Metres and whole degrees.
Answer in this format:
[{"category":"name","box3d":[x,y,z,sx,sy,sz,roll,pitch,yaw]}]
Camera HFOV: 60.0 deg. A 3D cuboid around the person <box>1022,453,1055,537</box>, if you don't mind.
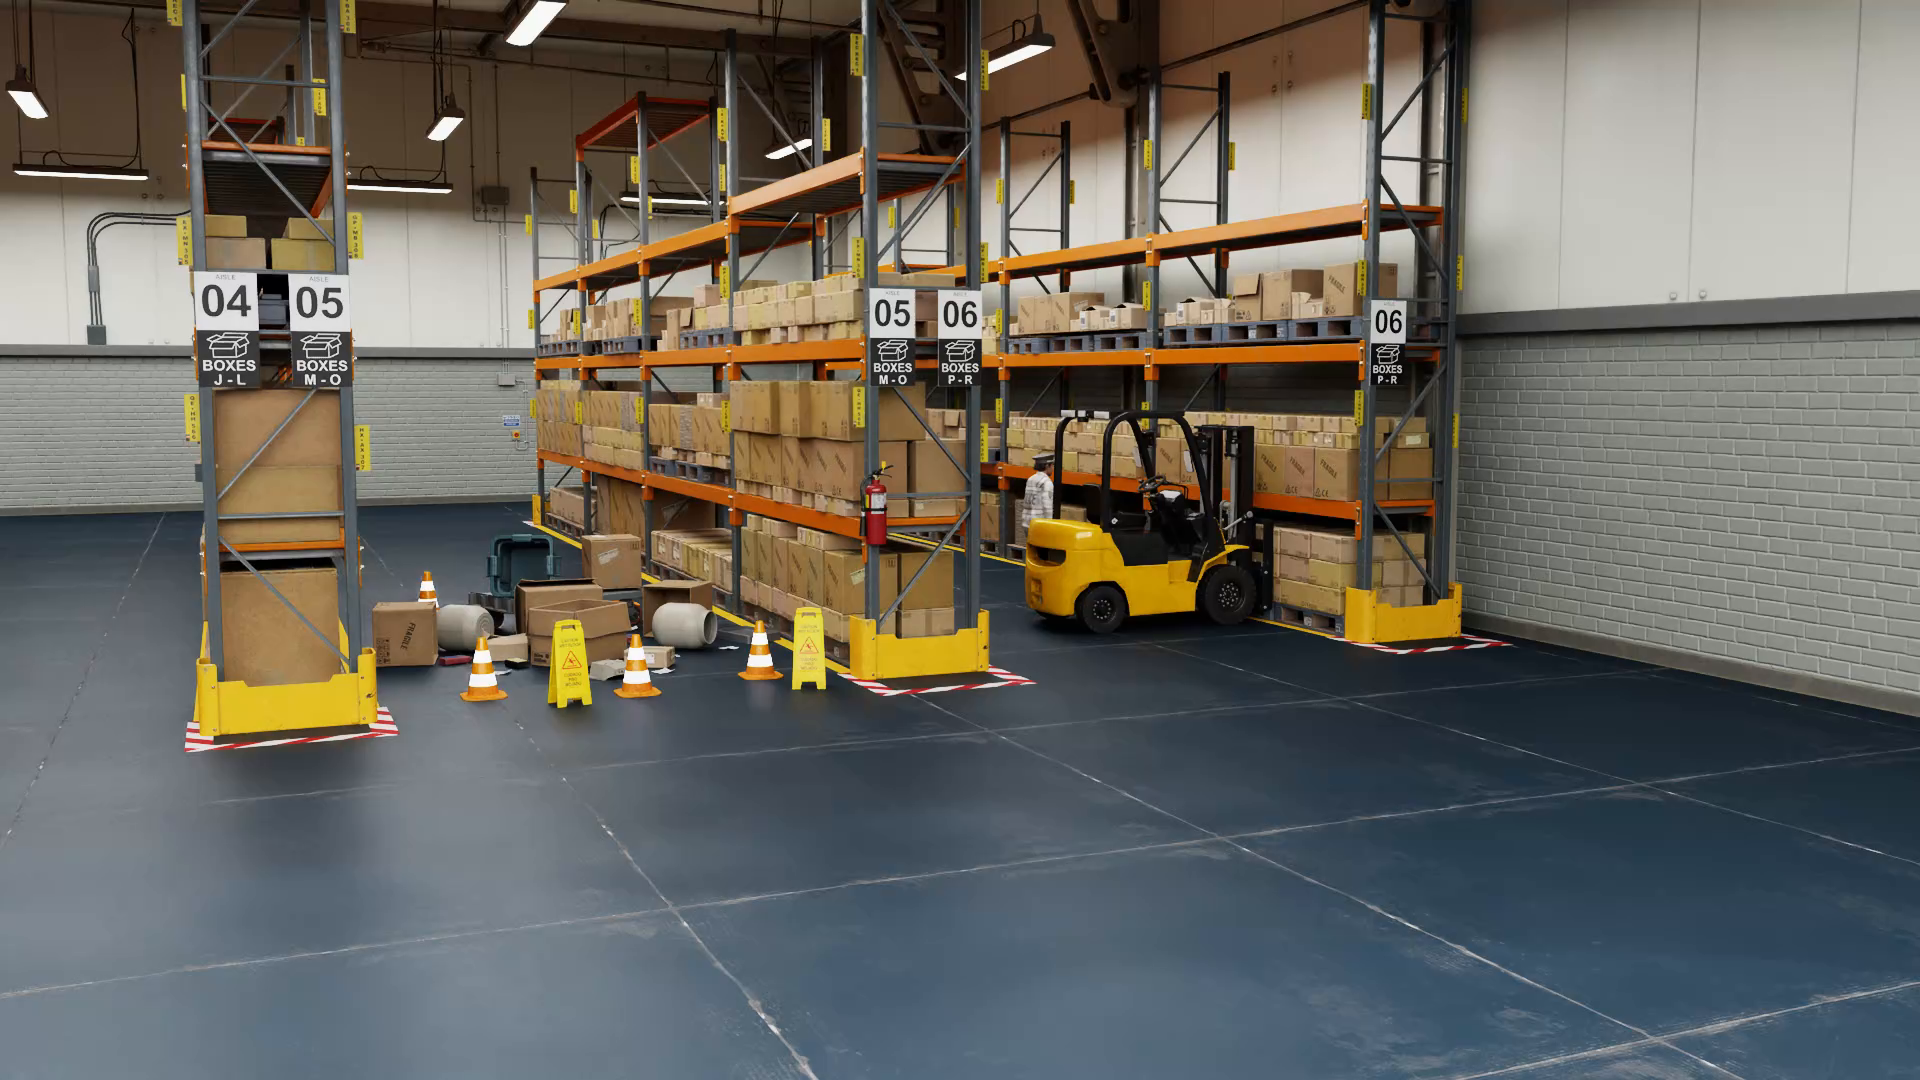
[{"category":"person","box3d":[0.885,-0.121,18.229,0.374,1.665,0.546,-3,6,-27]}]
